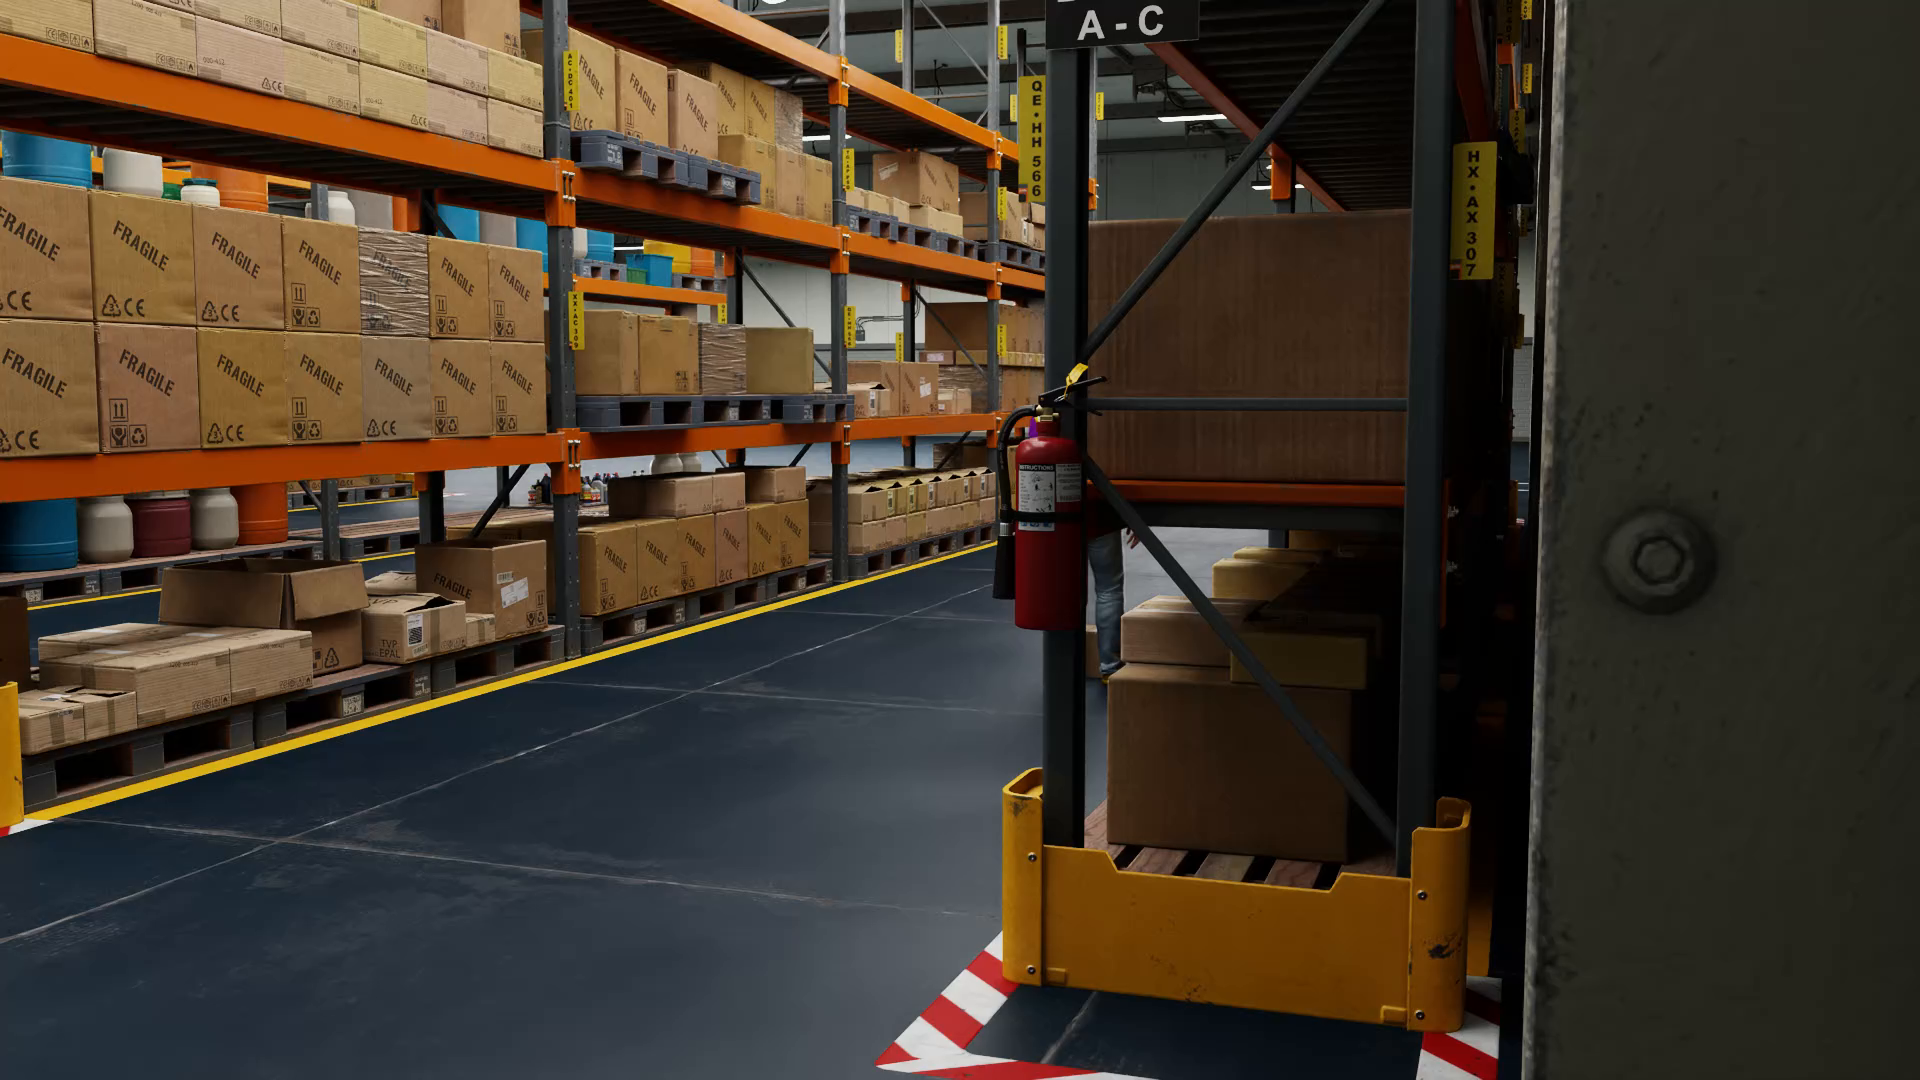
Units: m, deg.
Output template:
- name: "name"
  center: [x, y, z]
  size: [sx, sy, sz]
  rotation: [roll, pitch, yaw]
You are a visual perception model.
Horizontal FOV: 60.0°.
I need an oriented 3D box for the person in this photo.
- name: "person"
  center: [0.649, -0.125, 8.791]
  size: [0.633, 1.759, 0.462]
  rotation: [1, 5, 15]
